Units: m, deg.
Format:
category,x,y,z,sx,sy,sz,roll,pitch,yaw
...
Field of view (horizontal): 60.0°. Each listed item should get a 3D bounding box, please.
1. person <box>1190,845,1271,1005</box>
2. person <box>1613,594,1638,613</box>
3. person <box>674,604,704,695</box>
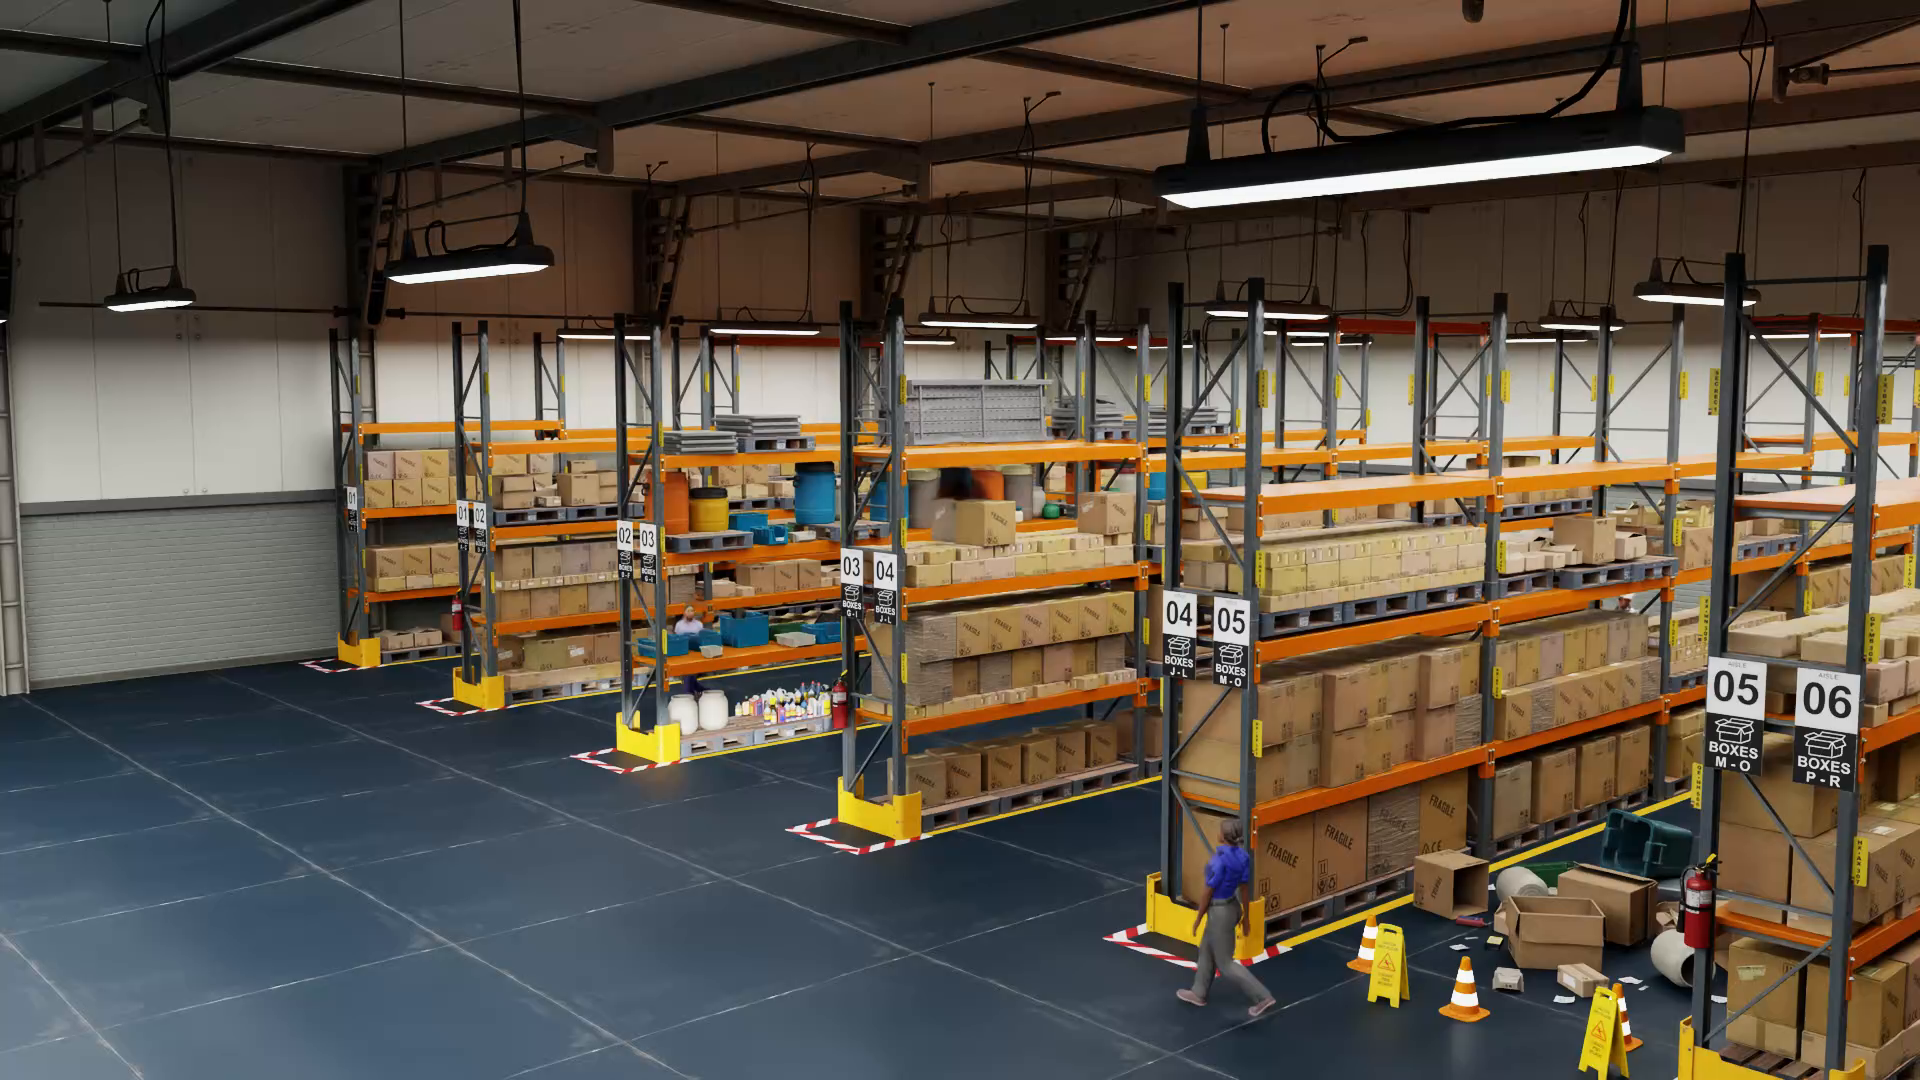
category,x,y,z,sx,sy,sz,roll,pitch,yaw
person,2.179,3.115,13.392,0.745,1.359,0.423,3,6,27
person,10.709,1.631,26.804,0.872,1.679,0.580,-5,8,-43
person,-4.192,1.766,26.041,0.465,1.540,0.738,3,6,27
